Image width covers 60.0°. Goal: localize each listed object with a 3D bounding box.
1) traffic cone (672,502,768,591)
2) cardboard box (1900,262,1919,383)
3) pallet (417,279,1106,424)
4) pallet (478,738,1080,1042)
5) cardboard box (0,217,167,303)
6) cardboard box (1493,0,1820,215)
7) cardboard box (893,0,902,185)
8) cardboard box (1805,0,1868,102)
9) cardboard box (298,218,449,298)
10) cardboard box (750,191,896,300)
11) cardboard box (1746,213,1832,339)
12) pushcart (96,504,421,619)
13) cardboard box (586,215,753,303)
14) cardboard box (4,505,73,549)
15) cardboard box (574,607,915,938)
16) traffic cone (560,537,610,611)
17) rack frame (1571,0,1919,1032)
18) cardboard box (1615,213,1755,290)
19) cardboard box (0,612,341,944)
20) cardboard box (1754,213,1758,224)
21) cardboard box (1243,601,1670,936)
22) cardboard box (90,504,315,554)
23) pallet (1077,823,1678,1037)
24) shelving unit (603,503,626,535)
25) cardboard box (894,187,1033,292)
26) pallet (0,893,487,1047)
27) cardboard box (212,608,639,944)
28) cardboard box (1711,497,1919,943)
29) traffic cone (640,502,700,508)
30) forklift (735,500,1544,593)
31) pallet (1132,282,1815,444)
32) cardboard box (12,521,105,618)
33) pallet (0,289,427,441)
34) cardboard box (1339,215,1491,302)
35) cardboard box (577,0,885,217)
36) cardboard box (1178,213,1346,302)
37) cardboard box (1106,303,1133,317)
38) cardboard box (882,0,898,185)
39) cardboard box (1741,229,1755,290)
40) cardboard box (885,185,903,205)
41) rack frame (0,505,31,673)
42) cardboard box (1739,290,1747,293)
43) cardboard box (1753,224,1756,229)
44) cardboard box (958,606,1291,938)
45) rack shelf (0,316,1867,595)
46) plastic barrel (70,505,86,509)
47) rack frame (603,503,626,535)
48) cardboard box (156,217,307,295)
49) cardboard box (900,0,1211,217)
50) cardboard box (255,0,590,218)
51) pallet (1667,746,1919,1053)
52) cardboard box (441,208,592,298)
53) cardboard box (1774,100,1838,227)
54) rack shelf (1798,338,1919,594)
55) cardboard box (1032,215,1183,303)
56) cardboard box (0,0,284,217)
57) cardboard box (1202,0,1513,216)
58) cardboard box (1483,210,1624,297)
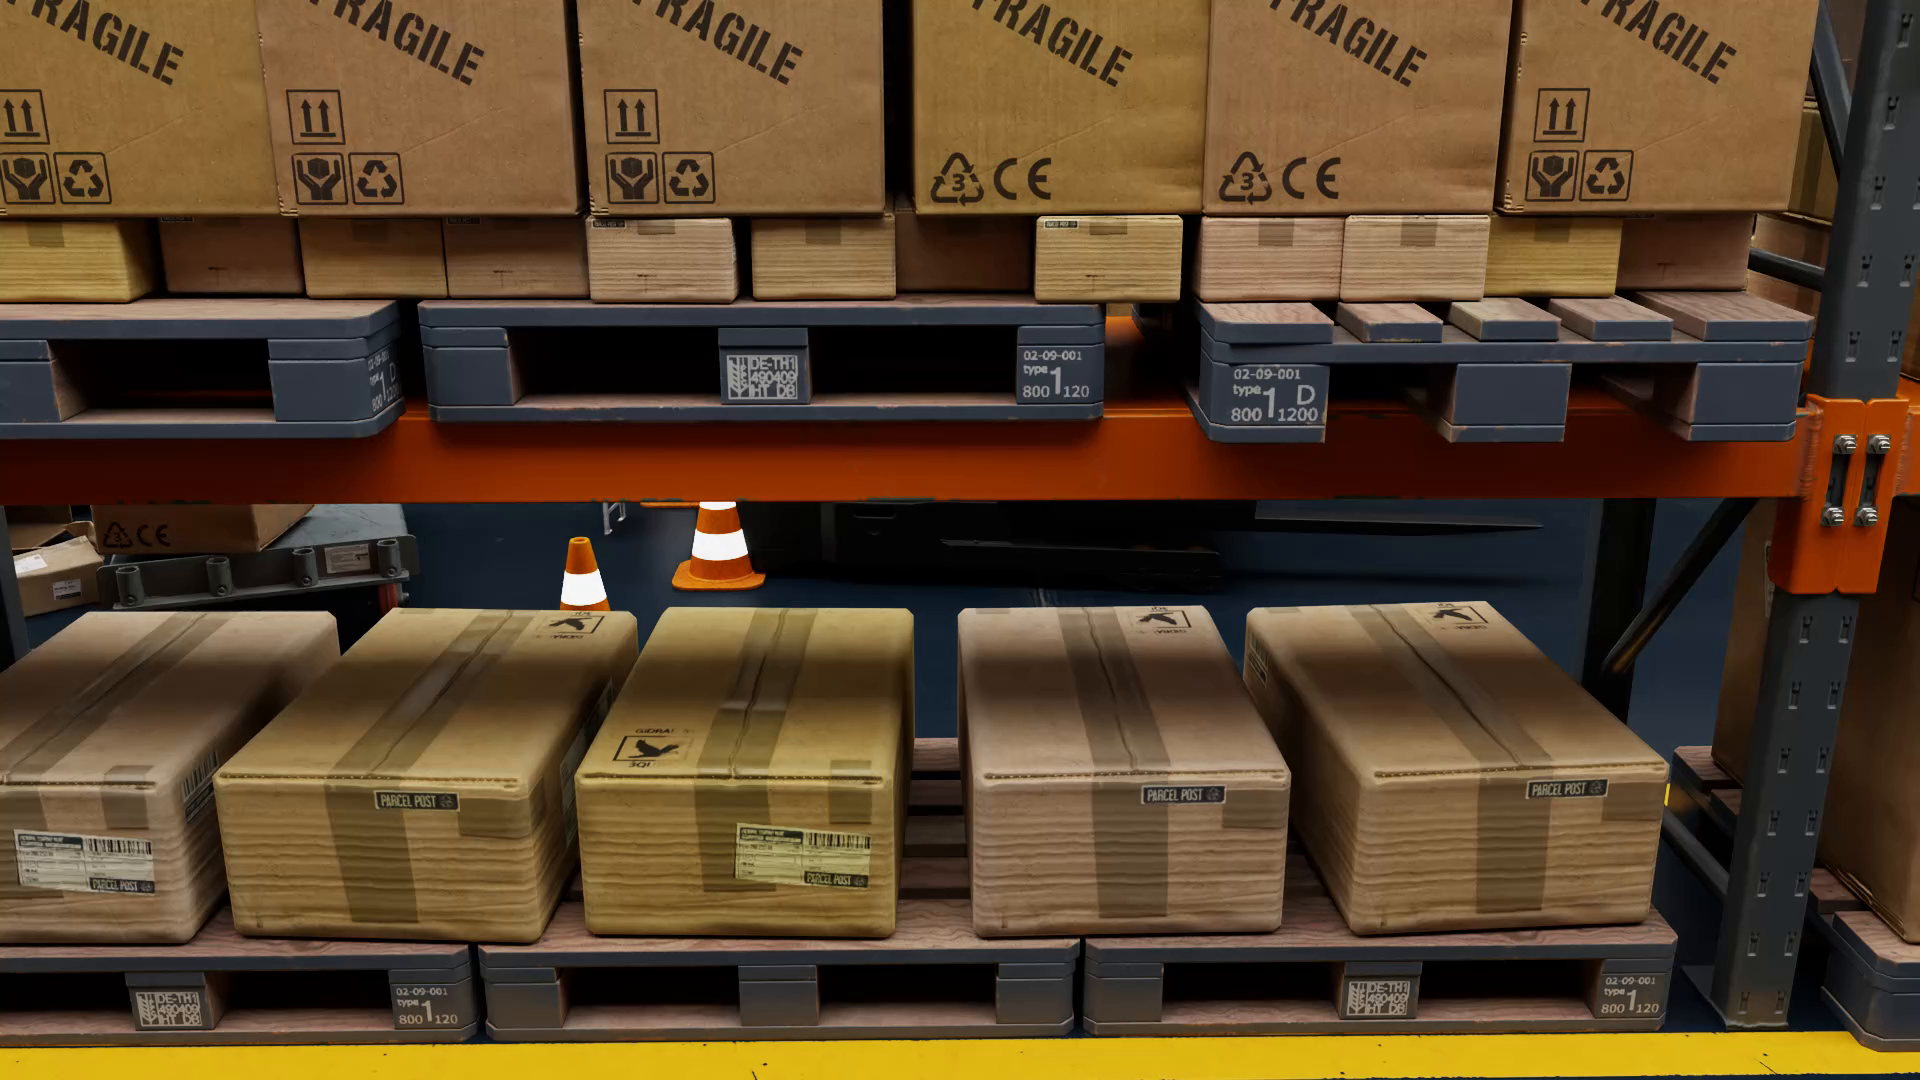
[{"bbox_3d":[-0.882,-0.087,6.062,0.334,0.463,0.336,0,18,-1],"label":"traffic cone"},{"bbox_3d":[2.119,-0.428,3.217,0.500,0.250,0.500,-1,18,-2],"label":"cardboard box"},{"bbox_3d":[-0.353,-0.461,3.387,1.213,0.211,1.003,0,18,-1],"label":"pallet"},{"bbox_3d":[-0.372,0.762,3.826,1.213,0.211,1.003,0,18,-1],"label":"pallet"},{"bbox_3d":[-1.566,-0.540,3.043,0.250,0.149,0.380,0,18,0],"label":"cardboard box"},{"bbox_3d":[1.176,-0.876,3.030,0.500,0.500,0.500,-1,18,-2],"label":"cardboard box"},{"bbox_3d":[0.120,-1.022,3.486,0.500,0.500,0.500,0,18,0],"label":"cardboard box"},{"bbox_3d":[2.139,-1.180,3.515,0.500,0.500,0.500,-1,18,-2],"label":"cardboard box"},{"bbox_3d":[-1.026,-0.553,3.084,0.250,0.149,0.380,0,18,0],"label":"cardboard box"},{"bbox_3d":[-0.246,-0.549,3.073,0.250,0.149,0.380,-1,18,-3],"label":"cardboard box"},{"bbox_3d":[2.127,-0.584,3.704,0.500,0.250,0.500,-1,18,-3],"label":"cardboard box"},{"bbox_3d":[-2.460,-0.002,5.937,0.936,0.377,1.648,-7,19,-20],"label":"pushcart"},{"bbox_3d":[-0.512,-0.539,3.041,0.250,0.149,0.380,0,18,1],"label":"cardboard box"},{"bbox_3d":[-3.722,-0.200,6.125,0.503,0.637,0.797,0,18,-1],"label":"cardboard box"},{"bbox_3d":[-0.435,0.485,3.740,0.625,0.372,0.950,0,18,1],"label":"cardboard box"},{"bbox_3d":[-1.156,0.220,5.105,0.334,0.463,0.336,0,18,-1],"label":"traffic cone"},{"bbox_3d":[1.626,-0.574,3.426,0.127,3.000,1.000,0,18,-1],"label":"rack frame"},{"bbox_3d":[1.302,-0.581,3.172,0.250,0.149,0.380,0,18,1],"label":"cardboard box"},{"bbox_3d":[-1.849,0.493,3.714,0.625,0.372,0.950,0,18,0],"label":"cardboard box"},{"bbox_3d":[4.171,-1.545,8.631,0.500,0.250,0.500,0,18,1],"label":"cardboard box"},{"bbox_3d":[1.061,0.477,3.765,0.625,0.372,0.950,-1,18,-5],"label":"cardboard box"},{"bbox_3d":[-2.432,-0.269,5.327,0.500,0.500,0.500,0,18,-1],"label":"cardboard box"},{"bbox_3d":[0.844,0.757,3.842,1.213,0.211,1.003,0,18,-1],"label":"pallet"},{"bbox_3d":[-1.150,-0.620,6.516,0.503,1.200,0.258,2,18,5],"label":"shelving unit"},{"bbox_3d":[0.004,-0.576,3.155,0.250,0.149,0.380,0,18,0],"label":"cardboard box"},{"bbox_3d":[-1.595,0.769,3.805,1.213,0.211,1.003,0,18,-1],"label":"pallet"},{"bbox_3d":[-1.131,0.489,3.728,0.625,0.372,0.950,1,18,3],"label":"cardboard box"},{"bbox_3d":[2.318,0.260,3.618,0.875,0.875,0.875,0,18,-1],"label":"cardboard box"},{"bbox_3d":[-1.188,-0.403,7.047,0.334,0.463,0.336,0,18,-1],"label":"traffic cone"},{"bbox_3d":[0.621,-1.377,6.042,3.031,2.935,1.130,2,18,5],"label":"forklift"},{"bbox_3d":[0.915,-0.447,3.343,1.003,0.211,1.213,0,18,-1],"label":"pallet"},{"bbox_3d":[-3.222,0.096,5.815,0.396,0.266,0.258,-15,23,-39],"label":"cardboard box"},{"bbox_3d":[-1.607,-0.423,3.268,1.213,0.211,1.003,0,18,-1],"label":"pallet"},{"bbox_3d":[0.784,-0.543,3.052,0.250,0.149,0.380,0,18,-1],"label":"cardboard box"},{"bbox_3d":[-0.392,-0.865,2.996,0.500,0.500,0.500,-1,18,-3],"label":"cardboard box"},{"bbox_3d":[0.532,-0.544,3.056,0.250,0.149,0.380,-1,18,-3],"label":"cardboard box"},{"bbox_3d":[0.836,-1.239,8.494,0.750,0.750,1.050,-1,18,-2],"label":"cardboard box"},{"bbox_3d":[-0.380,-1.022,3.486,0.500,0.500,0.500,-1,18,-3],"label":"cardboard box"},{"bbox_3d":[3.663,-1.385,8.133,0.500,0.250,0.500,-1,18,-3],"label":"cardboard box"},{"bbox_3d":[-0.057,-0.698,3.536,0.250,0.149,0.380,0,18,1],"label":"cardboard box"},{"bbox_3d":[-2.374,-0.555,3.366,0.127,3.000,1.000,0,18,-1],"label":"rack frame"},{"bbox_3d":[3.684,-1.030,8.254,0.500,0.500,0.500,-1,18,-2],"label":"cardboard box"},{"bbox_3d":[4.191,-1.392,8.154,0.500,0.250,0.500,1,18,2],"label":"cardboard box"},{"bbox_3d":[0.323,0.483,3.746,0.625,0.372,0.950,-1,18,-2],"label":"cardboard box"},{"bbox_3d":[-0.374,-0.222,3.506,4.000,0.370,1.077,0,18,-1],"label":"rack shelf"},{"bbox_3d":[-3.663,-0.365,6.993,0.421,0.421,0.512,14,22,37],"label":"plastic barrel"},{"bbox_3d":[-1.393,-0.627,6.538,0.015,1.200,0.240,2,18,5],"label":"rack frame"},{"bbox_3d":[-1.284,-0.564,3.120,0.250,0.149,0.380,1,18,3],"label":"cardboard box"},{"bbox_3d":[0.154,-0.867,3.003,0.500,0.500,0.500,-1,18,-5],"label":"cardboard box"},{"bbox_3d":[-0.905,-0.859,2.978,0.500,0.500,0.500,0,18,-1],"label":"cardboard box"},{"bbox_3d":[2.415,0.773,3.792,1.213,0.211,1.003,0,18,-1],"label":"pallet"},{"bbox_3d":[-0.779,-0.554,3.086,0.250,0.149,0.380,0,18,0],"label":"cardboard box"},{"bbox_3d":[2.106,-0.821,3.622,0.500,0.250,0.500,0,18,-1],"label":"cardboard box"},{"bbox_3d":[3.626,-0.241,3.566,4.000,0.370,1.077,0,18,-1],"label":"rack shelf"},{"bbox_3d":[0.257,-0.538,3.039,0.250,0.149,0.380,0,18,0],"label":"cardboard box"},{"bbox_3d":[-1.400,-0.861,2.983,0.500,0.500,0.500,0,18,-1],"label":"cardboard box"},{"bbox_3d":[0.659,-0.870,3.012,0.500,0.500,0.500,-1,18,-2],"label":"cardboard box"},{"bbox_3d":[1.035,-0.558,3.099,0.250,0.149,0.380,0,18,0],"label":"cardboard box"}]
